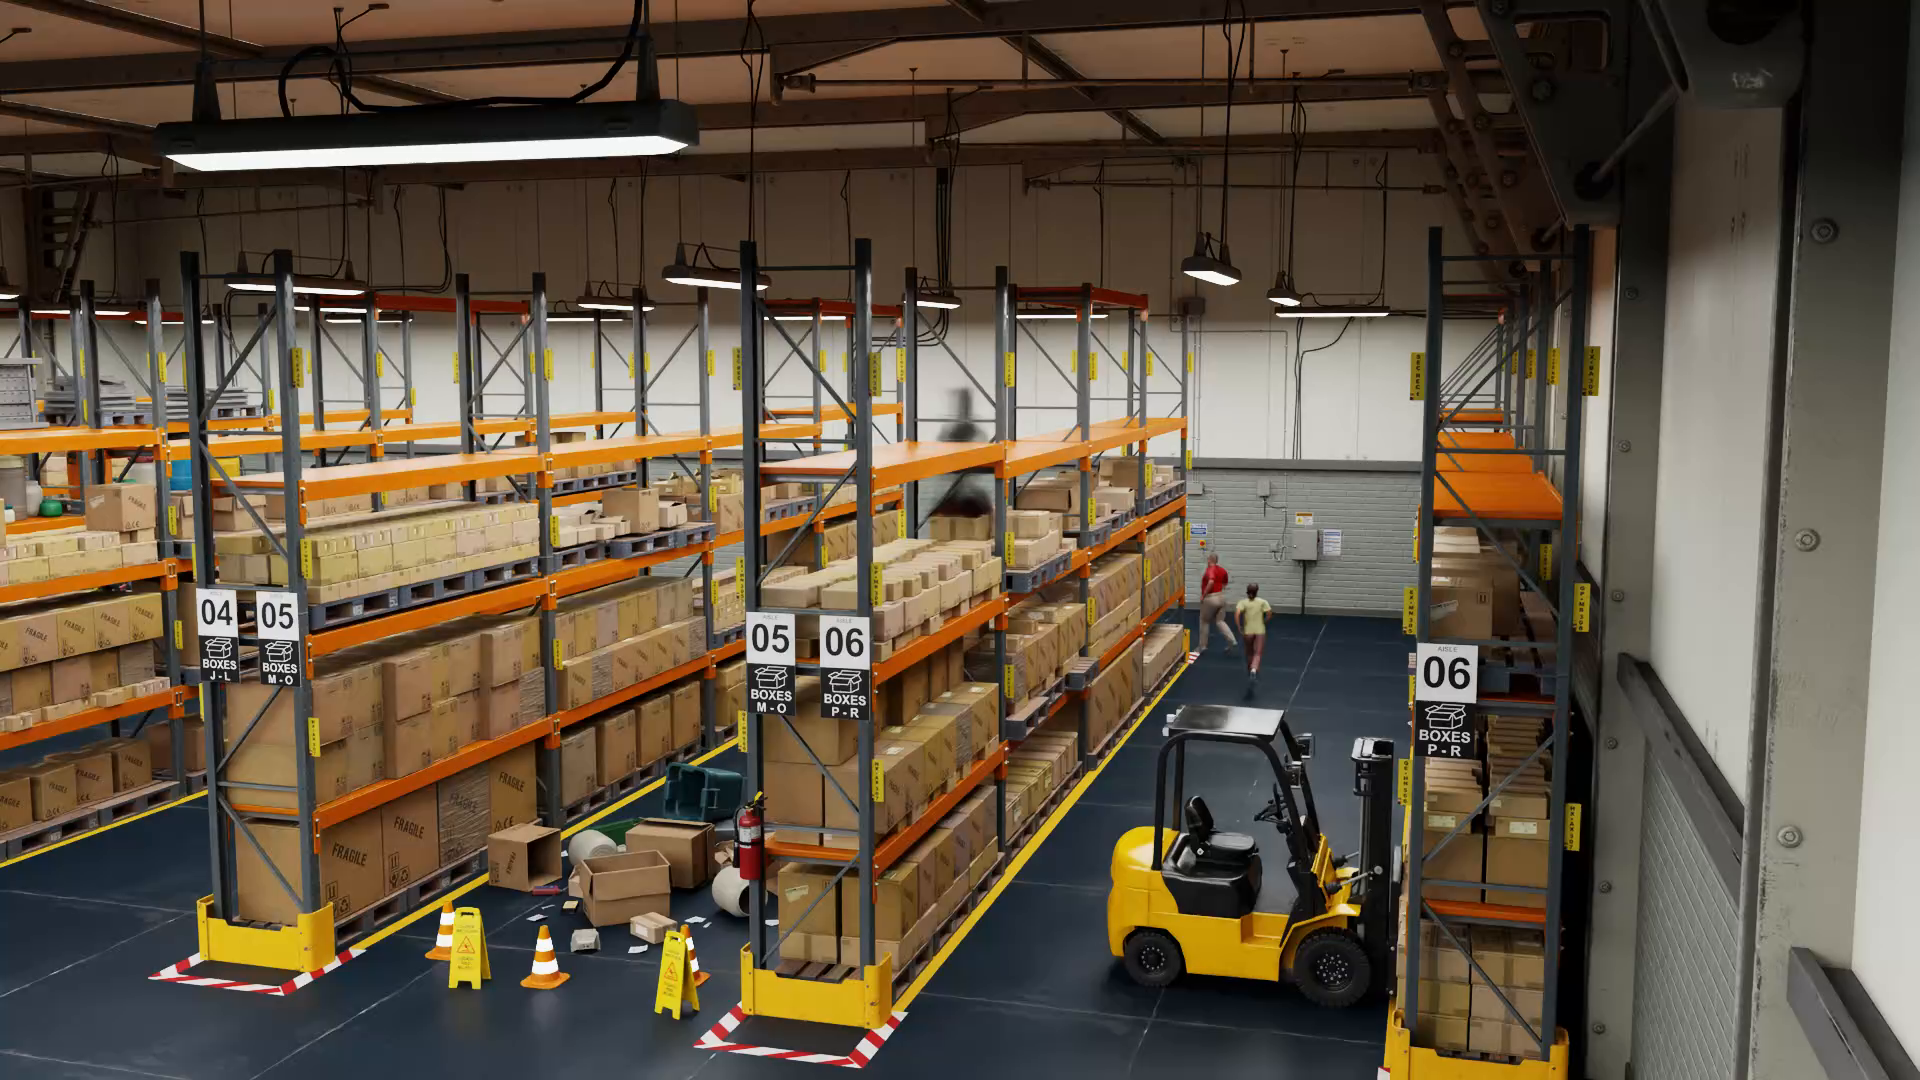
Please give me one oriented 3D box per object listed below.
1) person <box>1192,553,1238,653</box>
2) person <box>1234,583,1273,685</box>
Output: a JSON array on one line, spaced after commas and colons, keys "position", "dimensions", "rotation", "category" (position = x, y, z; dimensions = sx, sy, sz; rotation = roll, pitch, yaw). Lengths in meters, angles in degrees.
[{"position": [4.384, 1.114, 28.622], "dimensions": [0.680, 1.772, 0.863], "rotation": [-5, 8, -40], "category": "person"}, {"position": [4.505, 1.507, 25.555], "dimensions": [0.580, 1.659, 1.059], "rotation": [1, 7, 10], "category": "person"}]
